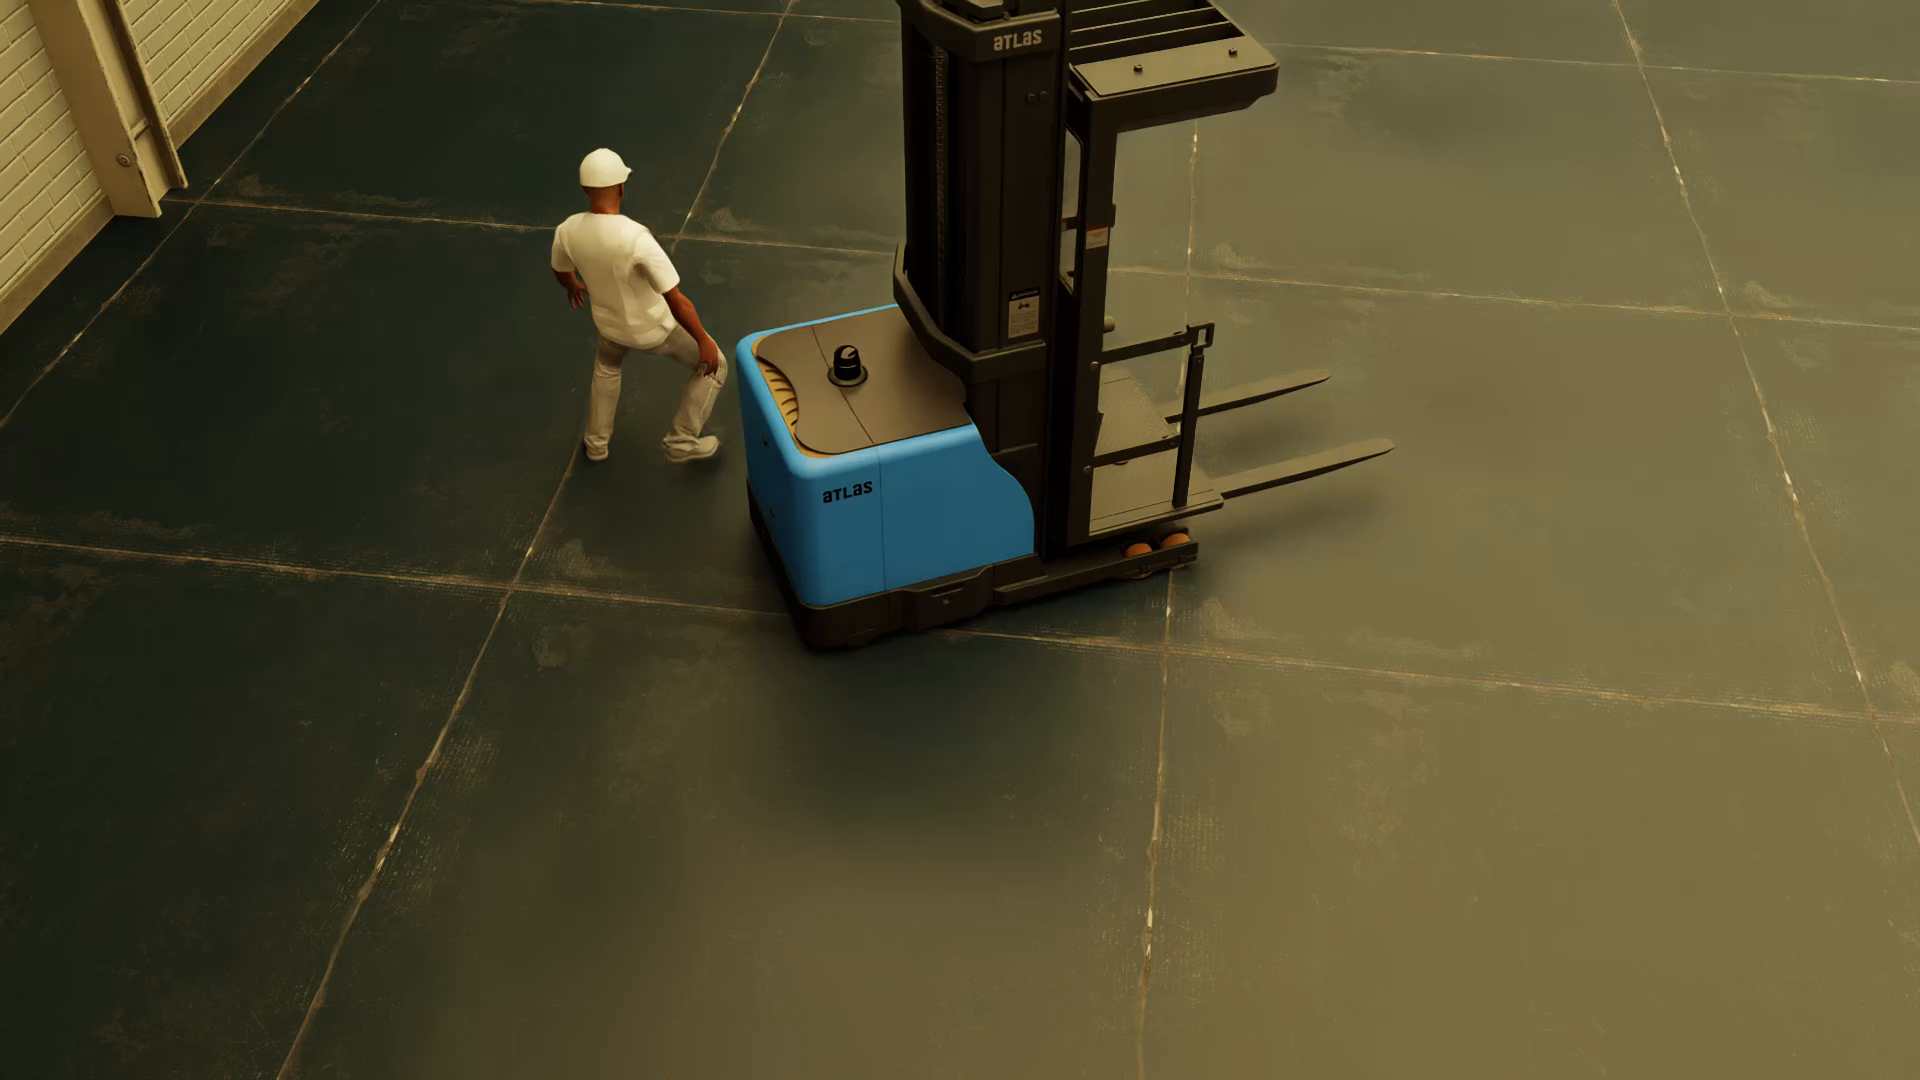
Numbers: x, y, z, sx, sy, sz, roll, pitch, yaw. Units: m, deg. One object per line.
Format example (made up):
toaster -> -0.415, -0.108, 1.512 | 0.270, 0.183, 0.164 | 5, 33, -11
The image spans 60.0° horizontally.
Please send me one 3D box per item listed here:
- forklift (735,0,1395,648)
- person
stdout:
forklift -> 0.572, -1.223, 7.055 | 3.031, 2.935, 1.130 | -14, 44, -15
person -> -1.512, -1.079, 7.847 | 0.968, 1.664, 0.538 | 22, 47, 22
